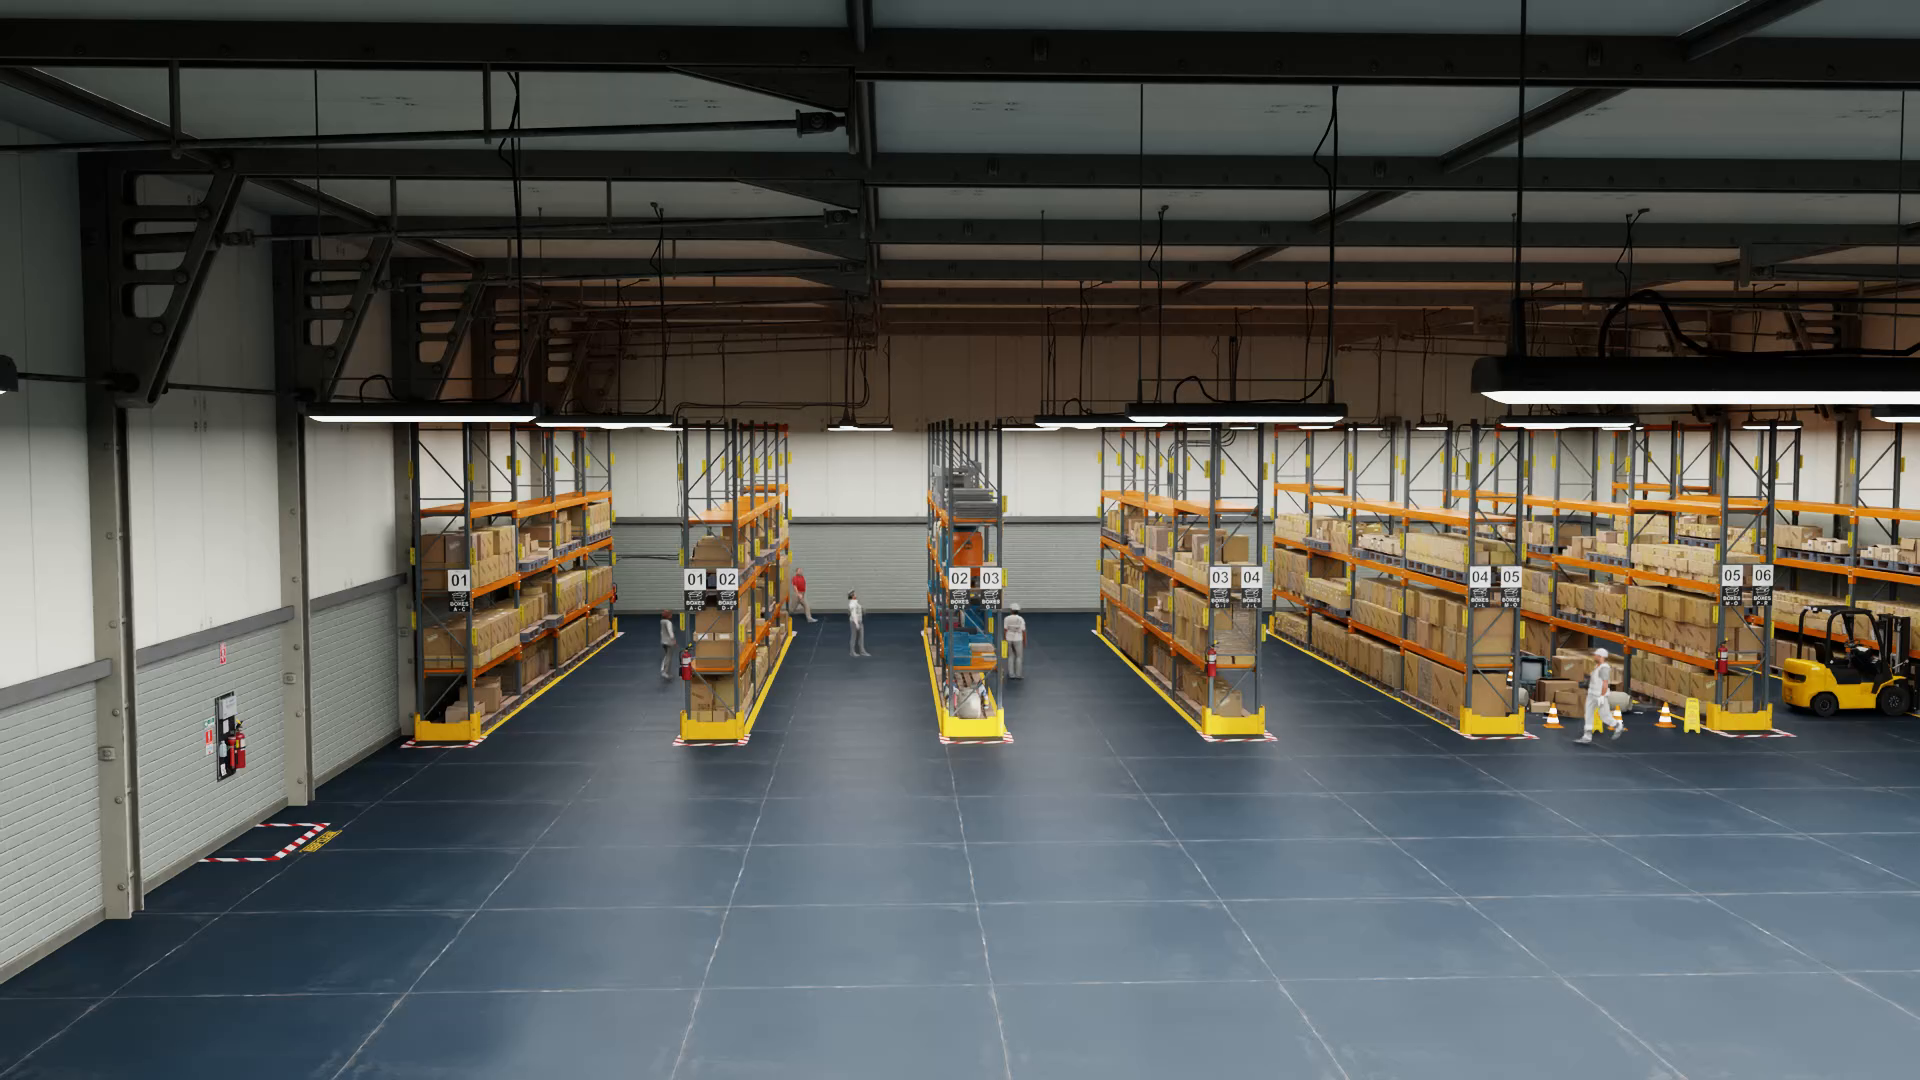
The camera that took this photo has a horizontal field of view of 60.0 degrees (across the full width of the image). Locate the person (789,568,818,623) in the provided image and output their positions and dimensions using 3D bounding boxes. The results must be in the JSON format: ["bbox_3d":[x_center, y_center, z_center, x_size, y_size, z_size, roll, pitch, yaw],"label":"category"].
[{"bbox_3d":[-4.825,1.672,50.029,1.082,1.669,0.606,1,4,14],"label":"person"}]

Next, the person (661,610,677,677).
[{"bbox_3d":[-6.833,2.420,38.903,0.444,1.593,0.327,2,4,32],"label":"person"}]

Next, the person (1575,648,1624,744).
[{"bbox_3d":[11.824,2.879,30.654,0.905,1.774,0.496,-2,4,-24],"label":"person"}]

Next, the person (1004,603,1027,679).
[{"bbox_3d":[1.291,2.353,38.837,0.570,1.772,0.477,3,5,39],"label":"person"}]

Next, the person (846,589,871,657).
[{"bbox_3d":[-2.554,2.074,41.603,0.572,1.702,0.527,2,4,25],"label":"person"}]
